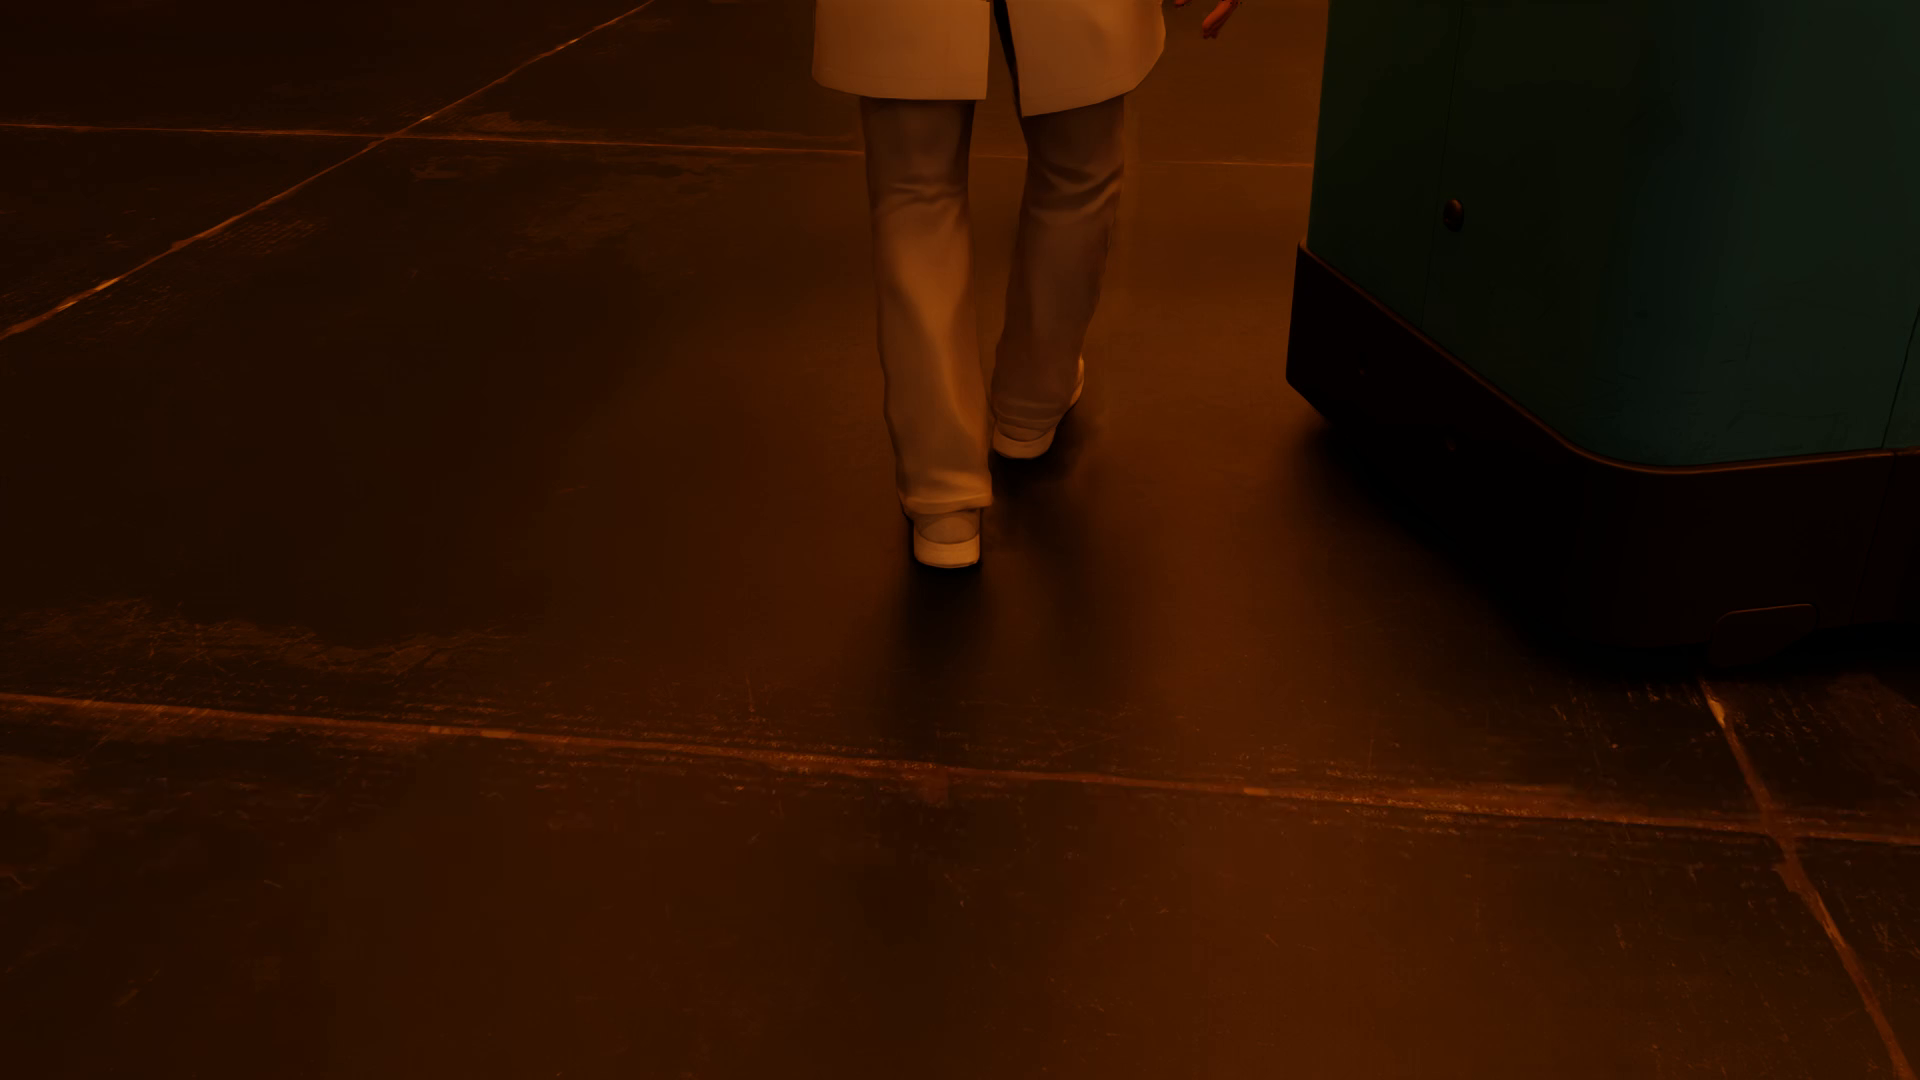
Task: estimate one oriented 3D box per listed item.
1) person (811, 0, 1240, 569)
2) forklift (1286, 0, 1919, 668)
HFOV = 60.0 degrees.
[{"bbox_3d":[0.013,-0.899,2.342,0.773,1.755,0.764,0,27,0],"label":"person"},{"bbox_3d":[2.139,-1.469,2.161,3.031,2.935,1.130,-5,27,-10],"label":"forklift"}]
